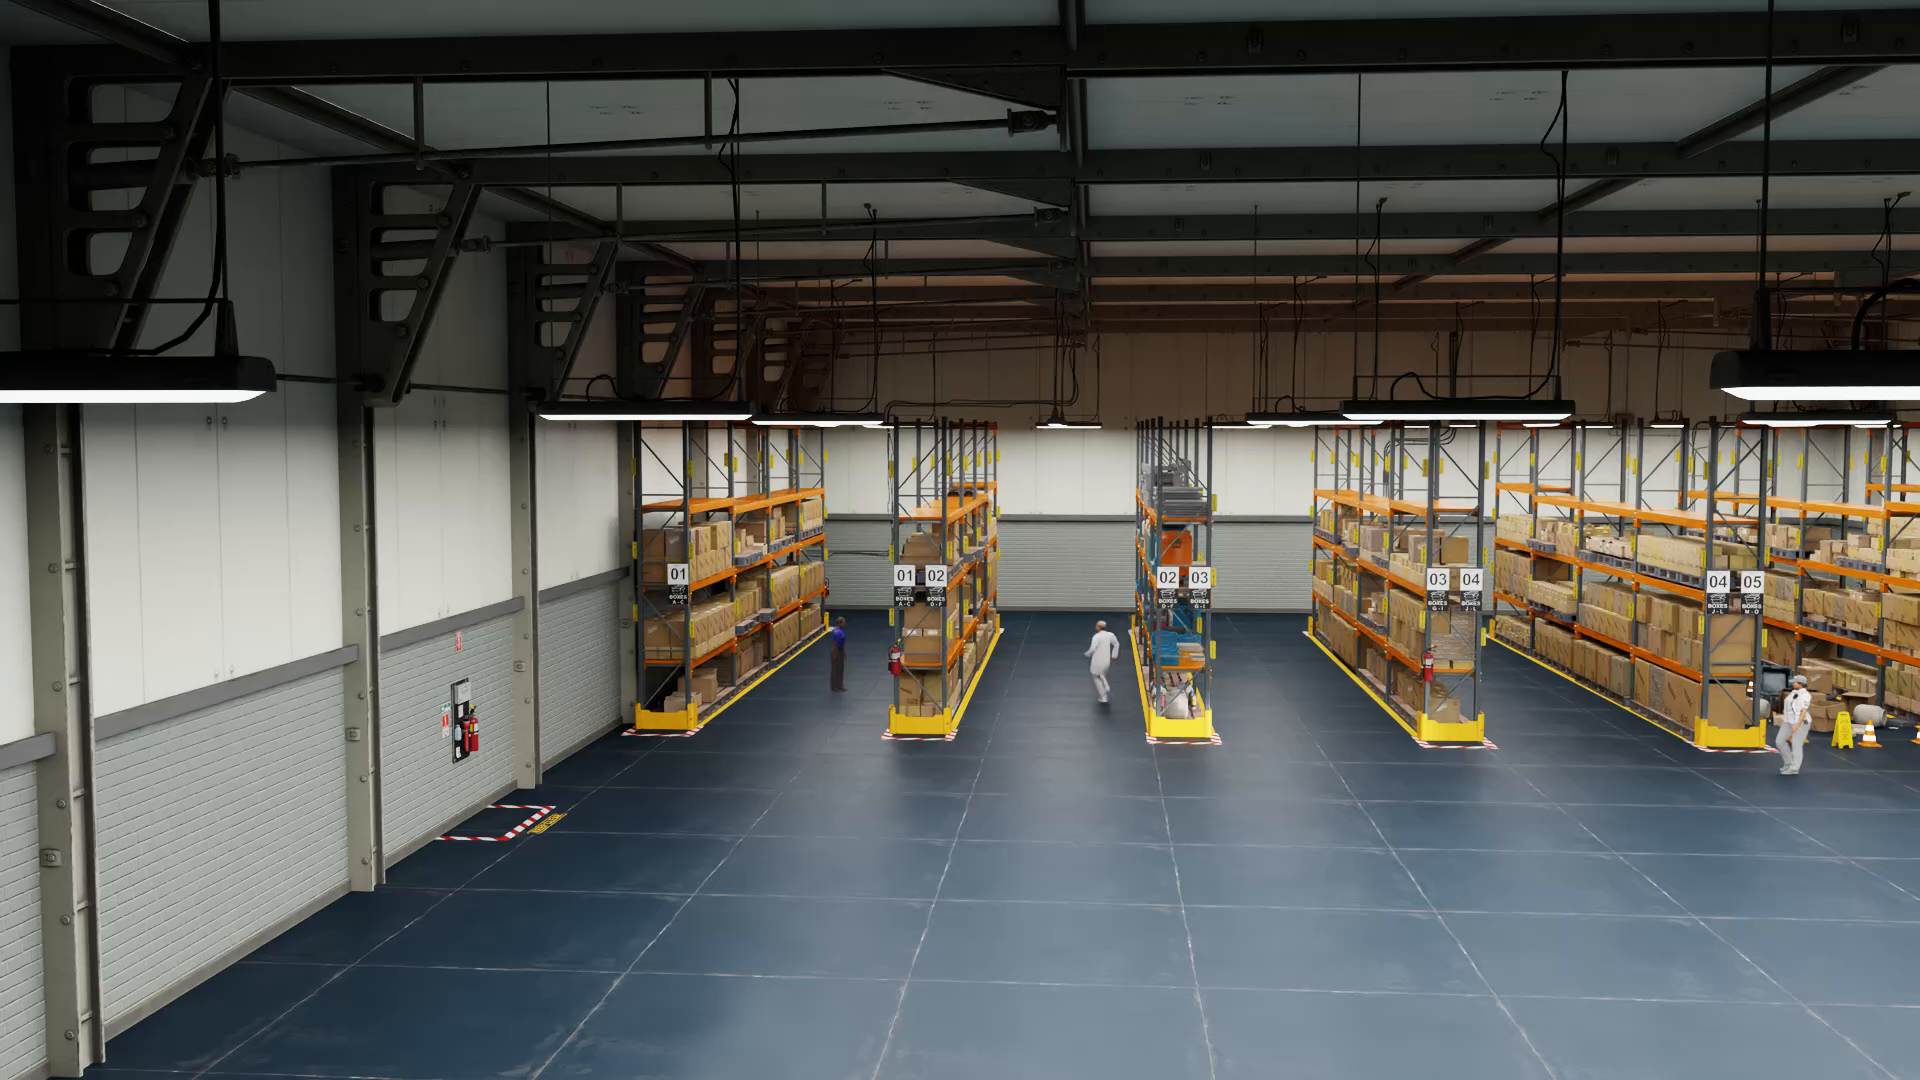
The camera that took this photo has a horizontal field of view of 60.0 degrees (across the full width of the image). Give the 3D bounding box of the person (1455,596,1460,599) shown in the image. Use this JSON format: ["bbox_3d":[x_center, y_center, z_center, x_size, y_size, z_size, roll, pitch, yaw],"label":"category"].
[{"bbox_3d":[14.059,1.794,47.153,0.801,1.701,0.693,-1,4,-8],"label":"person"}]

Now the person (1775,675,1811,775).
[{"bbox_3d":[13.944,3.097,27.813,0.479,1.692,0.521,-1,4,-18],"label":"person"}]

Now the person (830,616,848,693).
[{"bbox_3d":[-2.661,2.558,36.495,0.374,1.577,0.451,1,4,13],"label":"person"}]

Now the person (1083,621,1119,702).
[{"bbox_3d":[2.996,2.562,35.261,0.737,1.720,0.570,-2,4,-29],"label":"person"}]
